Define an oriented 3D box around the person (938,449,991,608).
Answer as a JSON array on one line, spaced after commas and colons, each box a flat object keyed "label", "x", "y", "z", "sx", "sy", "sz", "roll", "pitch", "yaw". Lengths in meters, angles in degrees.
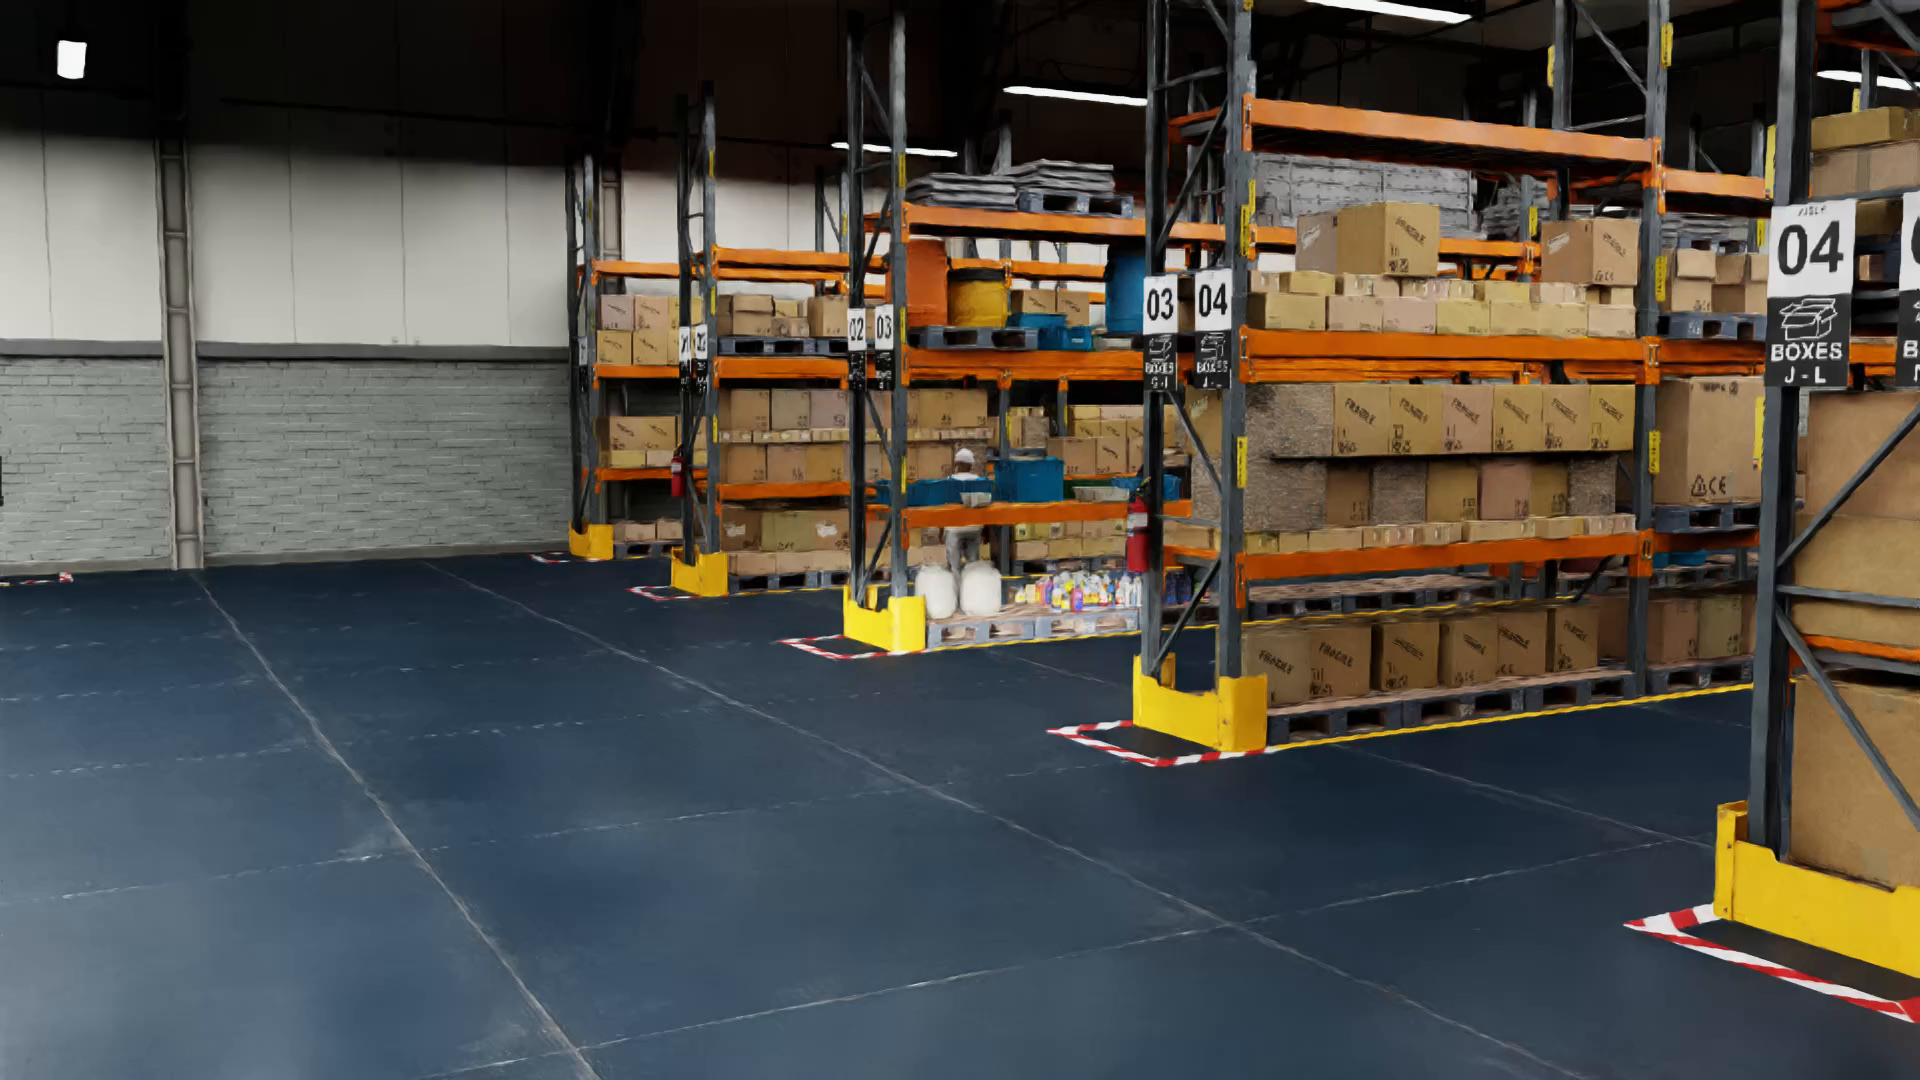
[{"label": "person", "x": 0.036, "y": -0.088, "z": 18.032, "sx": 0.627, "sy": 1.802, "sz": 0.413, "roll": -1, "pitch": 5, "yaw": -16}]
